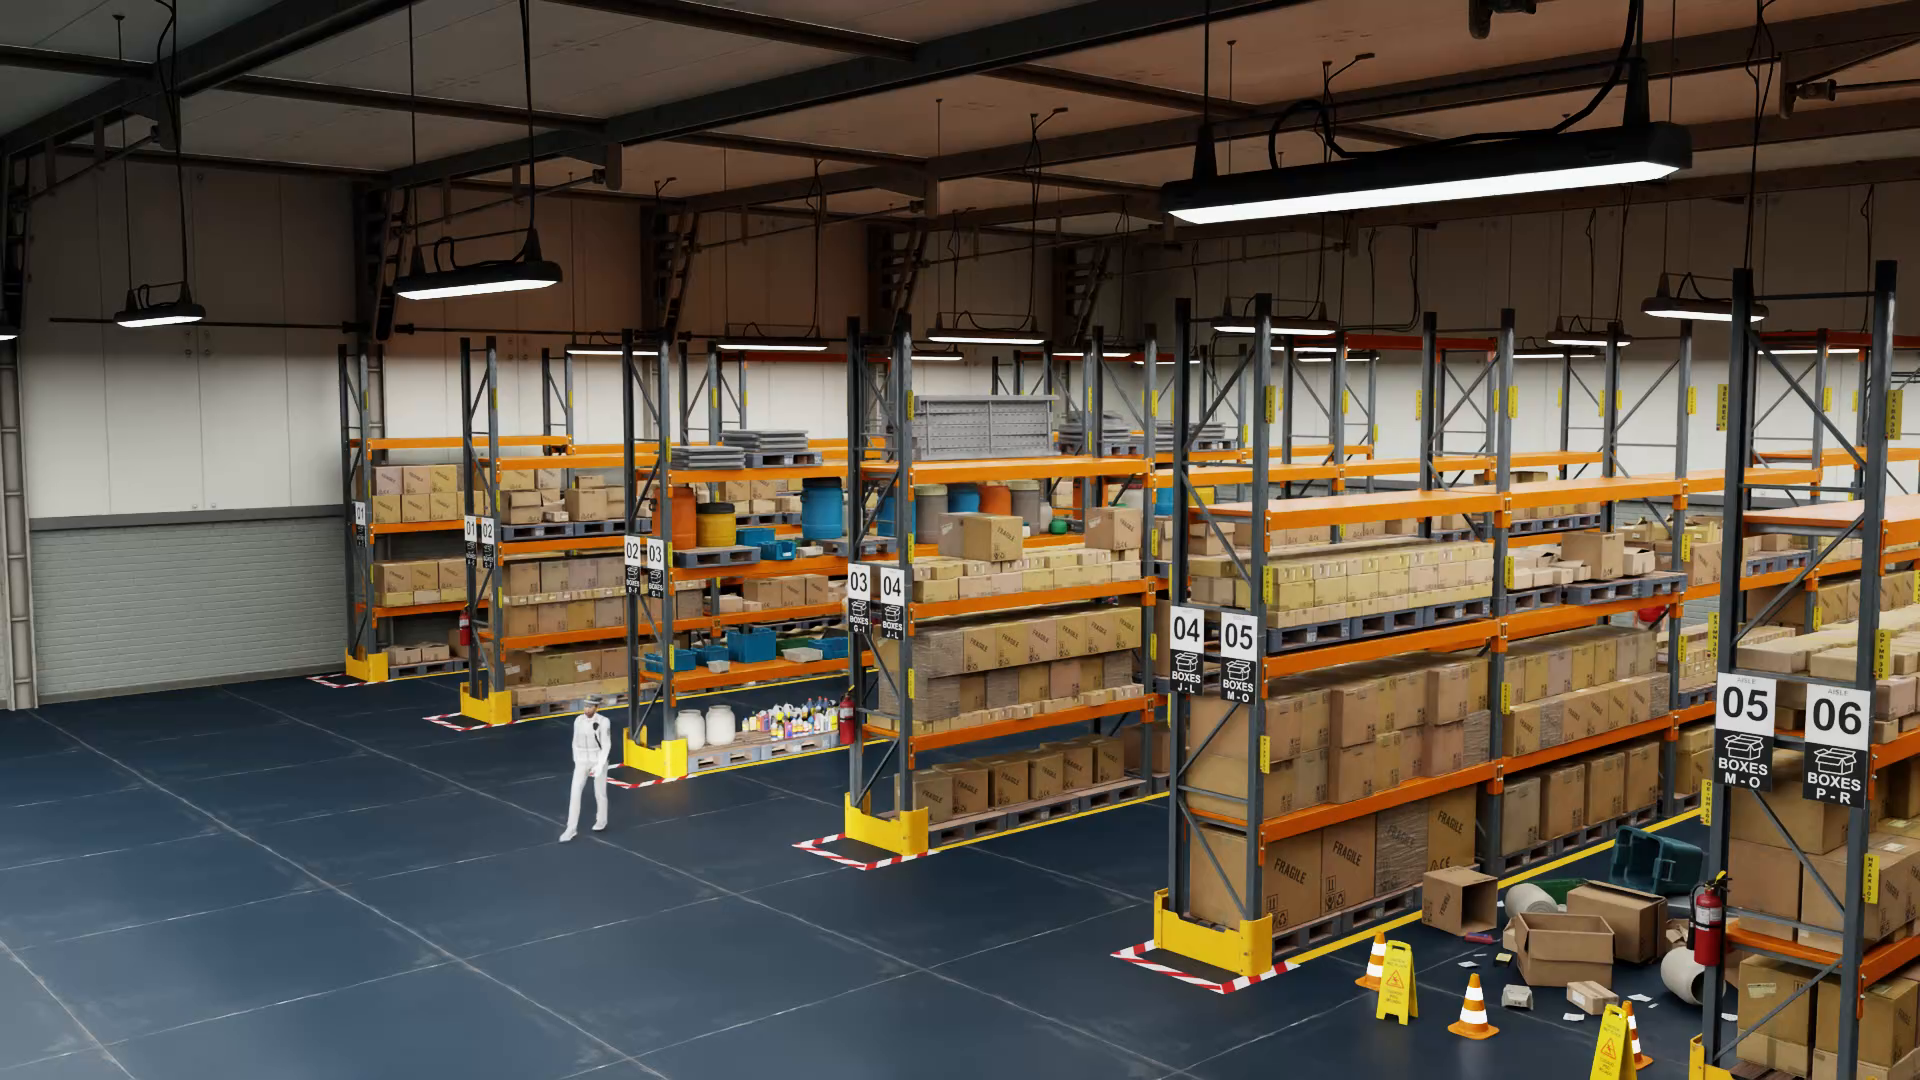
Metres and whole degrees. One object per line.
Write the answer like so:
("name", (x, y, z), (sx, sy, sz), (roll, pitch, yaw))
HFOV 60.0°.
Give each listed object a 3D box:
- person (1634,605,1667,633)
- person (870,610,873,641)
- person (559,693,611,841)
("person", (12.612, 1.584, 30.371), (0.513, 1.650, 1.116), (1, 5, 7))
("person", (-1.732, 1.498, 29.387), (0.604, 1.644, 0.584), (-3, 6, -34))
("person", (-4.309, 2.602, 19.299), (0.521, 1.636, 0.796), (0, 5, 5))
